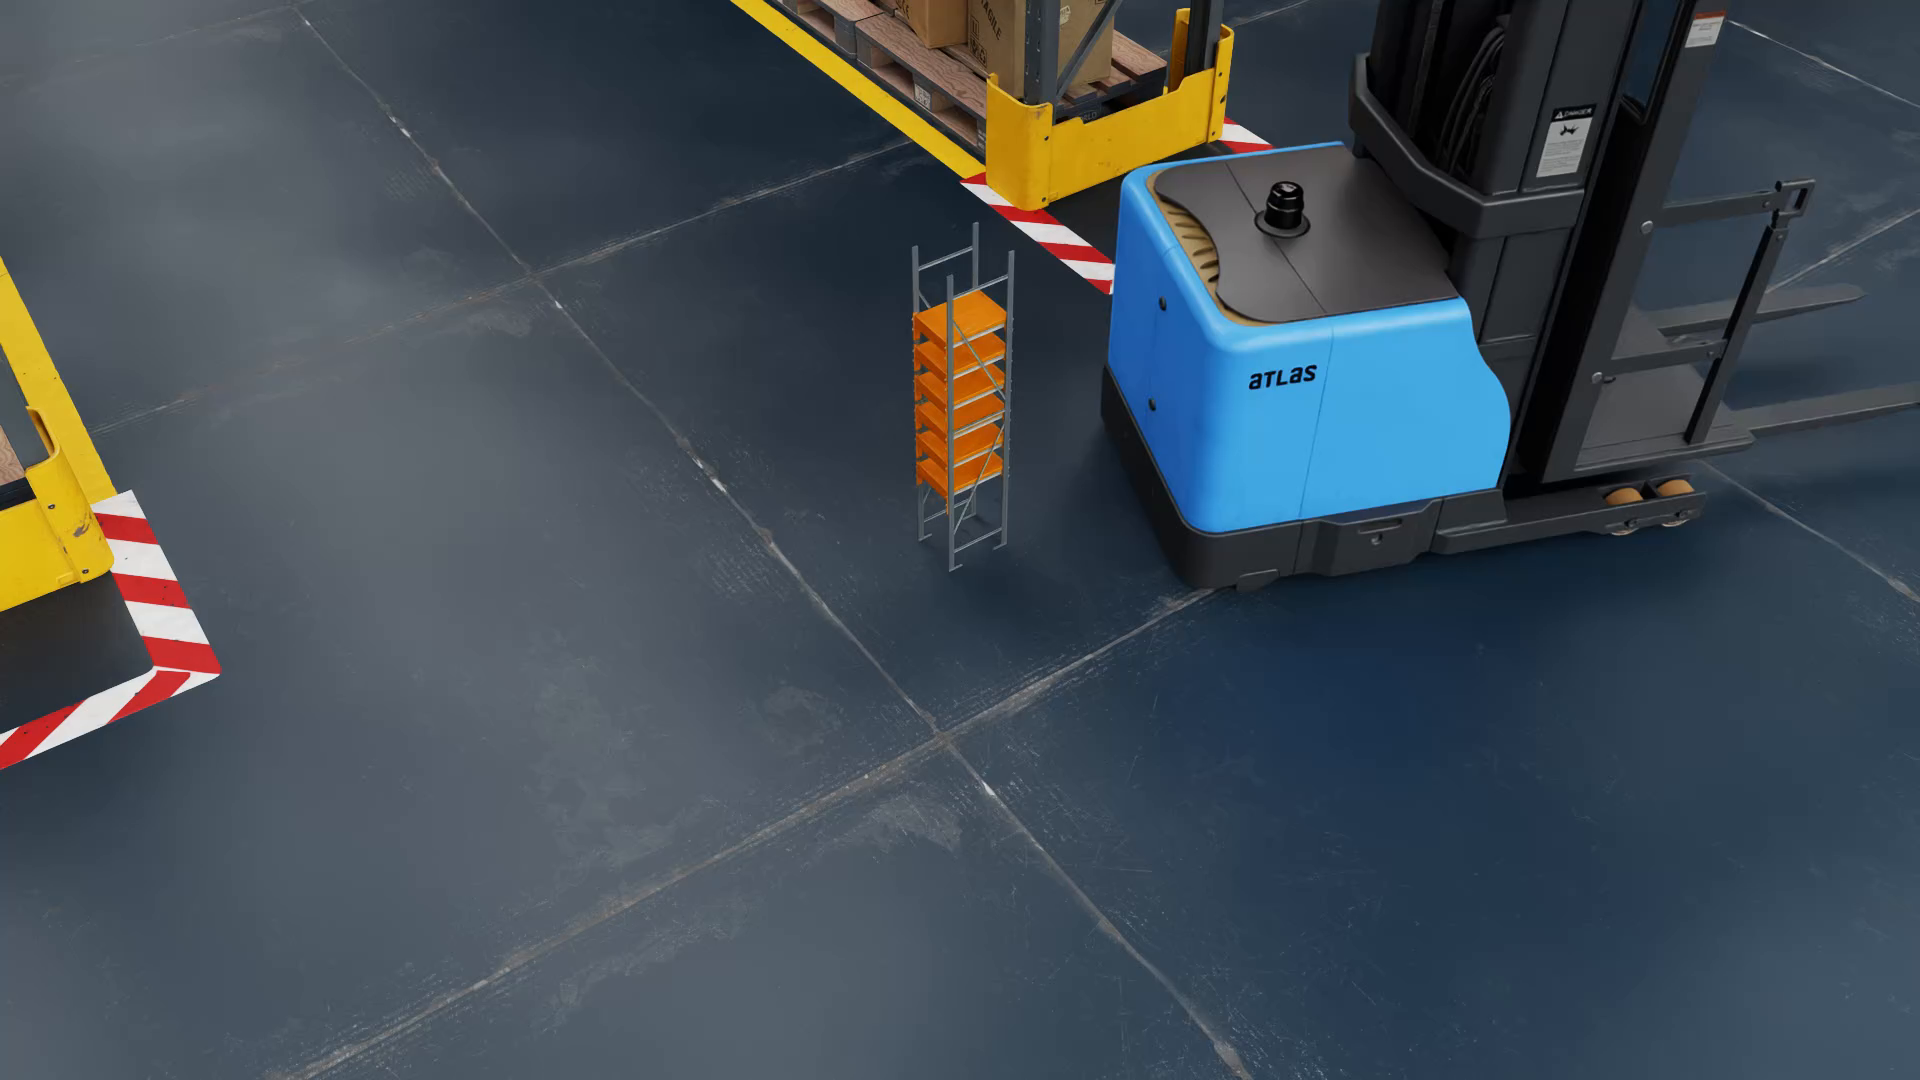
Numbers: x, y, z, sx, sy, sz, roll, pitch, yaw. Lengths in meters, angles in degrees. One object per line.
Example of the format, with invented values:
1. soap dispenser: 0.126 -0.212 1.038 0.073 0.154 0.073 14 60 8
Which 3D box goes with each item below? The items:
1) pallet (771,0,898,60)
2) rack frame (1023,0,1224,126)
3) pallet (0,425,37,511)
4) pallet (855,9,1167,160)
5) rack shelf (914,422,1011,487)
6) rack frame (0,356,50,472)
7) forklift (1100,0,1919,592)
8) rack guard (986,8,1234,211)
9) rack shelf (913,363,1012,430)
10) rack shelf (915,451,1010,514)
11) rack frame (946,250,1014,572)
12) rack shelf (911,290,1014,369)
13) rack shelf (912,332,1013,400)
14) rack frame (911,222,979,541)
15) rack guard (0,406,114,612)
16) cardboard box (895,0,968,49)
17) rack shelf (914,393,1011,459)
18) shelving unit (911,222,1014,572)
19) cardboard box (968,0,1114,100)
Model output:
1. pallet: -0.464 -2.986 8.725 1.003 0.211 1.213 -26 49 -24
2. rack frame: 0.709 -2.787 6.497 1.000 3.000 0.127 -26 49 -24
3. pallet: -3.896 -0.309 5.920 1.003 0.211 1.213 -26 49 -24
4. pallet: 0.230 -2.296 8.002 1.003 0.211 1.213 -26 49 -24
5. rack shelf: 0.008 -0.307 5.441 0.258 0.103 0.180 -26 49 -24
6. rack frame: -3.353 -0.831 4.448 1.000 3.000 0.127 -26 49 -24
7. forklift: 2.090 -1.424 5.119 3.031 2.935 1.130 -9 44 -10
8. rack guard: 0.666 -1.926 7.406 1.175 0.500 0.348 -26 49 -24
9. rack shelf: 0.008 -0.480 5.275 0.258 0.103 0.180 -26 49 -24
10. rack shelf: 0.008 -0.220 5.524 0.258 0.103 0.180 -26 49 -24
11. rack frame: 0.061 -0.374 5.273 0.240 1.200 0.006 -26 49 -24
12. rack shelf: 0.008 -0.654 5.109 0.258 0.103 0.180 -26 49 -24
13. rack shelf: 0.008 -0.567 5.192 0.258 0.103 0.180 -26 49 -24
14. rack frame: -0.044 -0.478 5.381 0.240 1.200 0.006 -26 49 -24
15. rack guard: -3.435 0.049 5.337 1.175 0.500 0.348 -26 49 -24
16. cardboard box: -0.004 -2.720 7.933 0.500 0.500 0.500 -14 45 -14
17. rack shelf: 0.008 -0.394 5.358 0.258 0.103 0.180 -26 49 -24
18. shelving unit: 0.008 -0.426 5.327 0.258 1.200 0.189 -26 49 -24
19. cardboard box: 0.366 -2.395 7.593 0.500 0.500 0.500 -17 46 -17
